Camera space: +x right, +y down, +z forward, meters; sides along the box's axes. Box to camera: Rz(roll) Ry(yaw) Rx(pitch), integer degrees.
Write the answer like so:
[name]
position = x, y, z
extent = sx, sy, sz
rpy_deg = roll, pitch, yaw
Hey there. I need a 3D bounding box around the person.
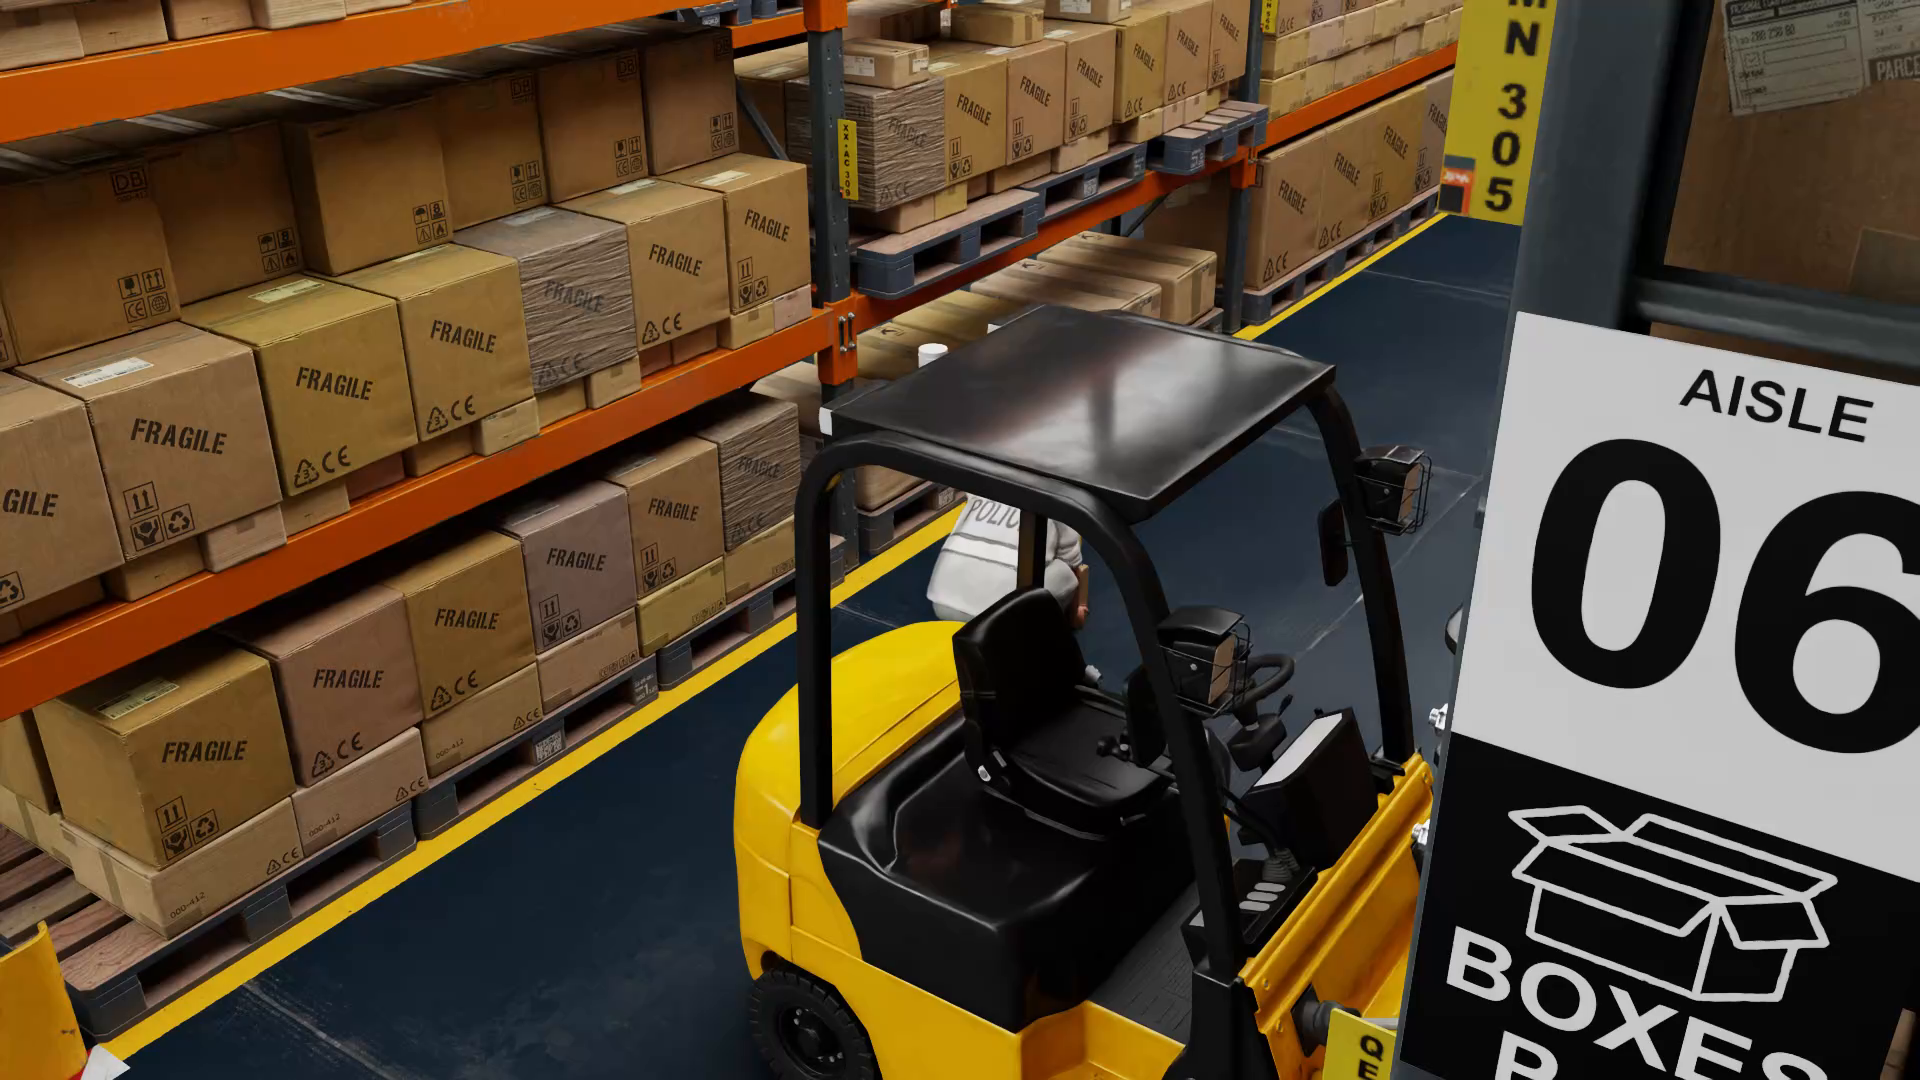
[person]
position = 0.222, 0.118, 6.952
extent = 0.539, 0.899, 0.976
rpy_deg = 15, 30, 27
